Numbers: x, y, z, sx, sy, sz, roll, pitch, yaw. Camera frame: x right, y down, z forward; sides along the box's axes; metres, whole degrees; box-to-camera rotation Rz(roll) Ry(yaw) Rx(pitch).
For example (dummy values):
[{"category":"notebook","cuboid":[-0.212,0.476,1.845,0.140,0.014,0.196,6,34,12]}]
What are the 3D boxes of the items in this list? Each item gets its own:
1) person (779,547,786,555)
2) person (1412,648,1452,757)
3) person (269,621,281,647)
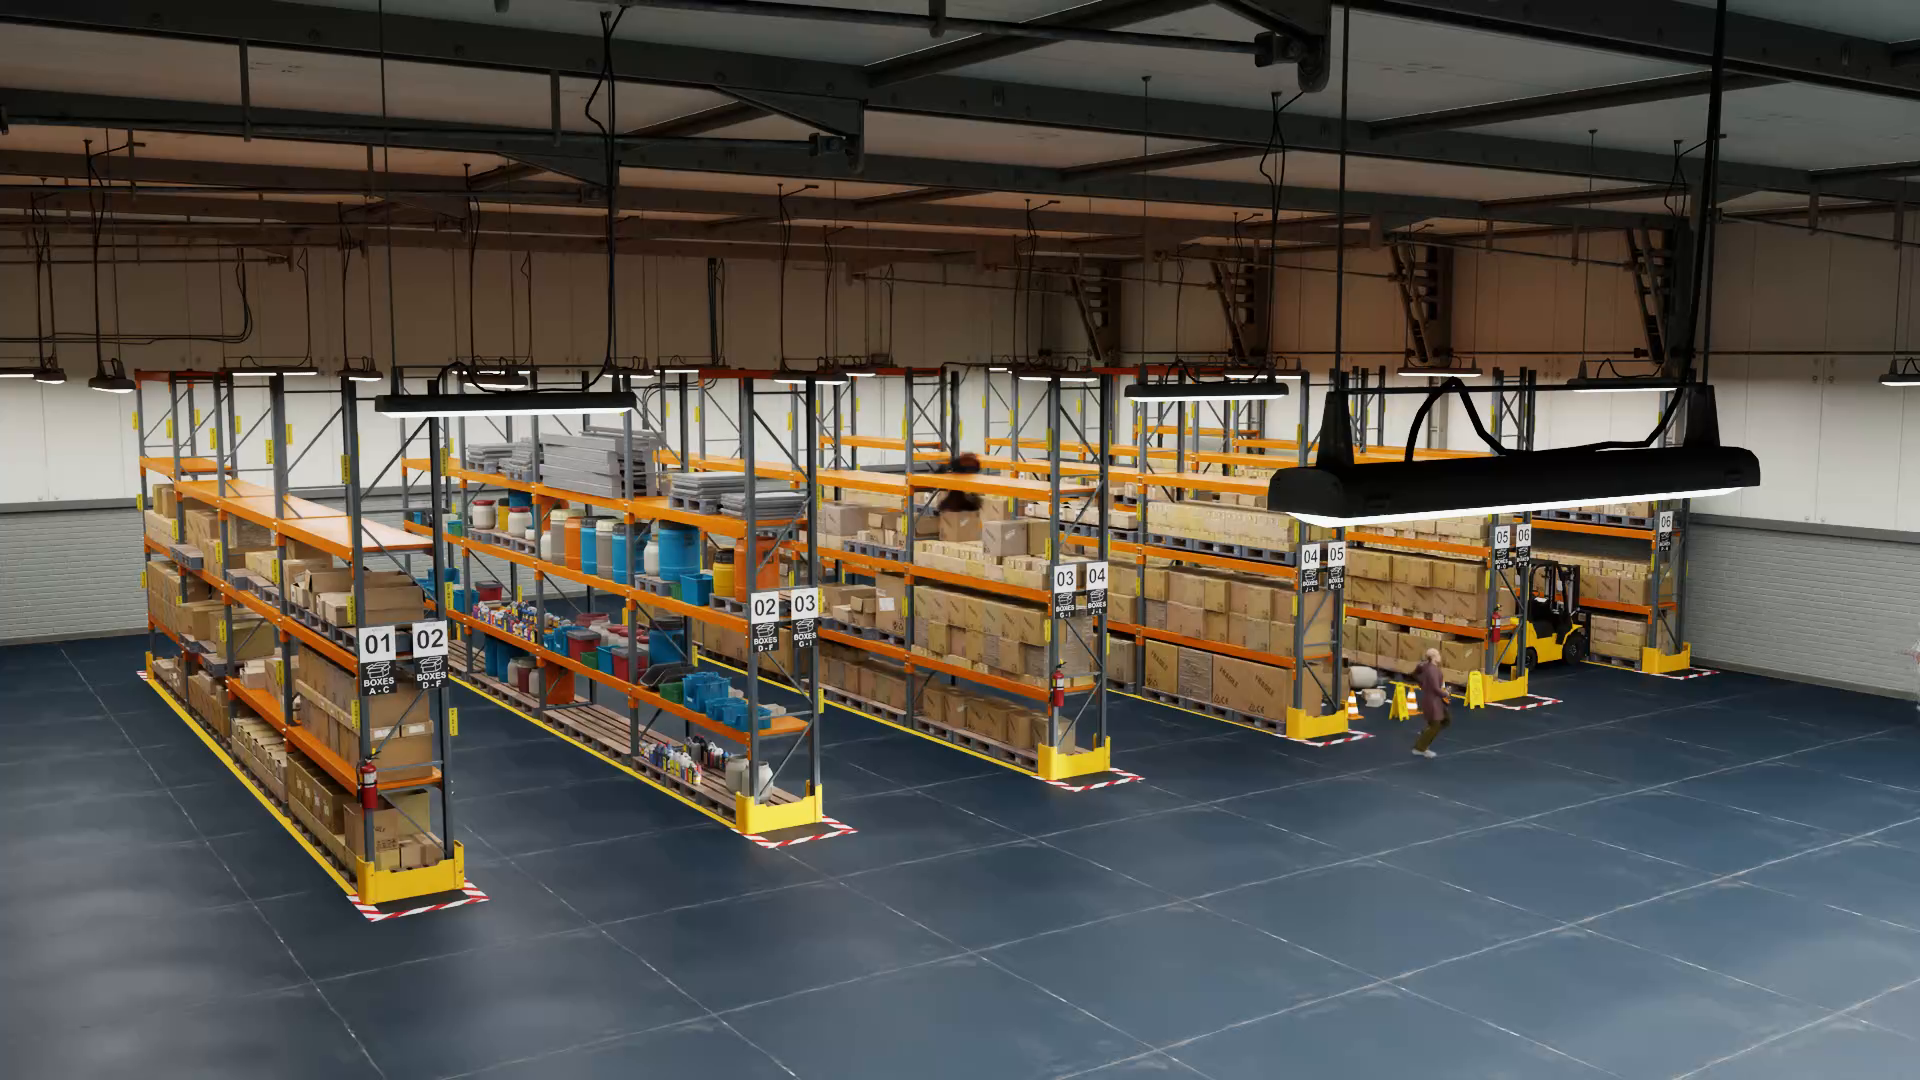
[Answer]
[{"category":"person","cuboid":[-4.343,0.976,40.553,0.647,1.613,0.791,2,7,16]},{"category":"person","cuboid":[7.411,2.539,26.024,0.609,1.732,0.724,1,7,9]},{"category":"person","cuboid":[-13.579,1.704,33.269,0.826,1.748,0.713,6,9,42]}]
